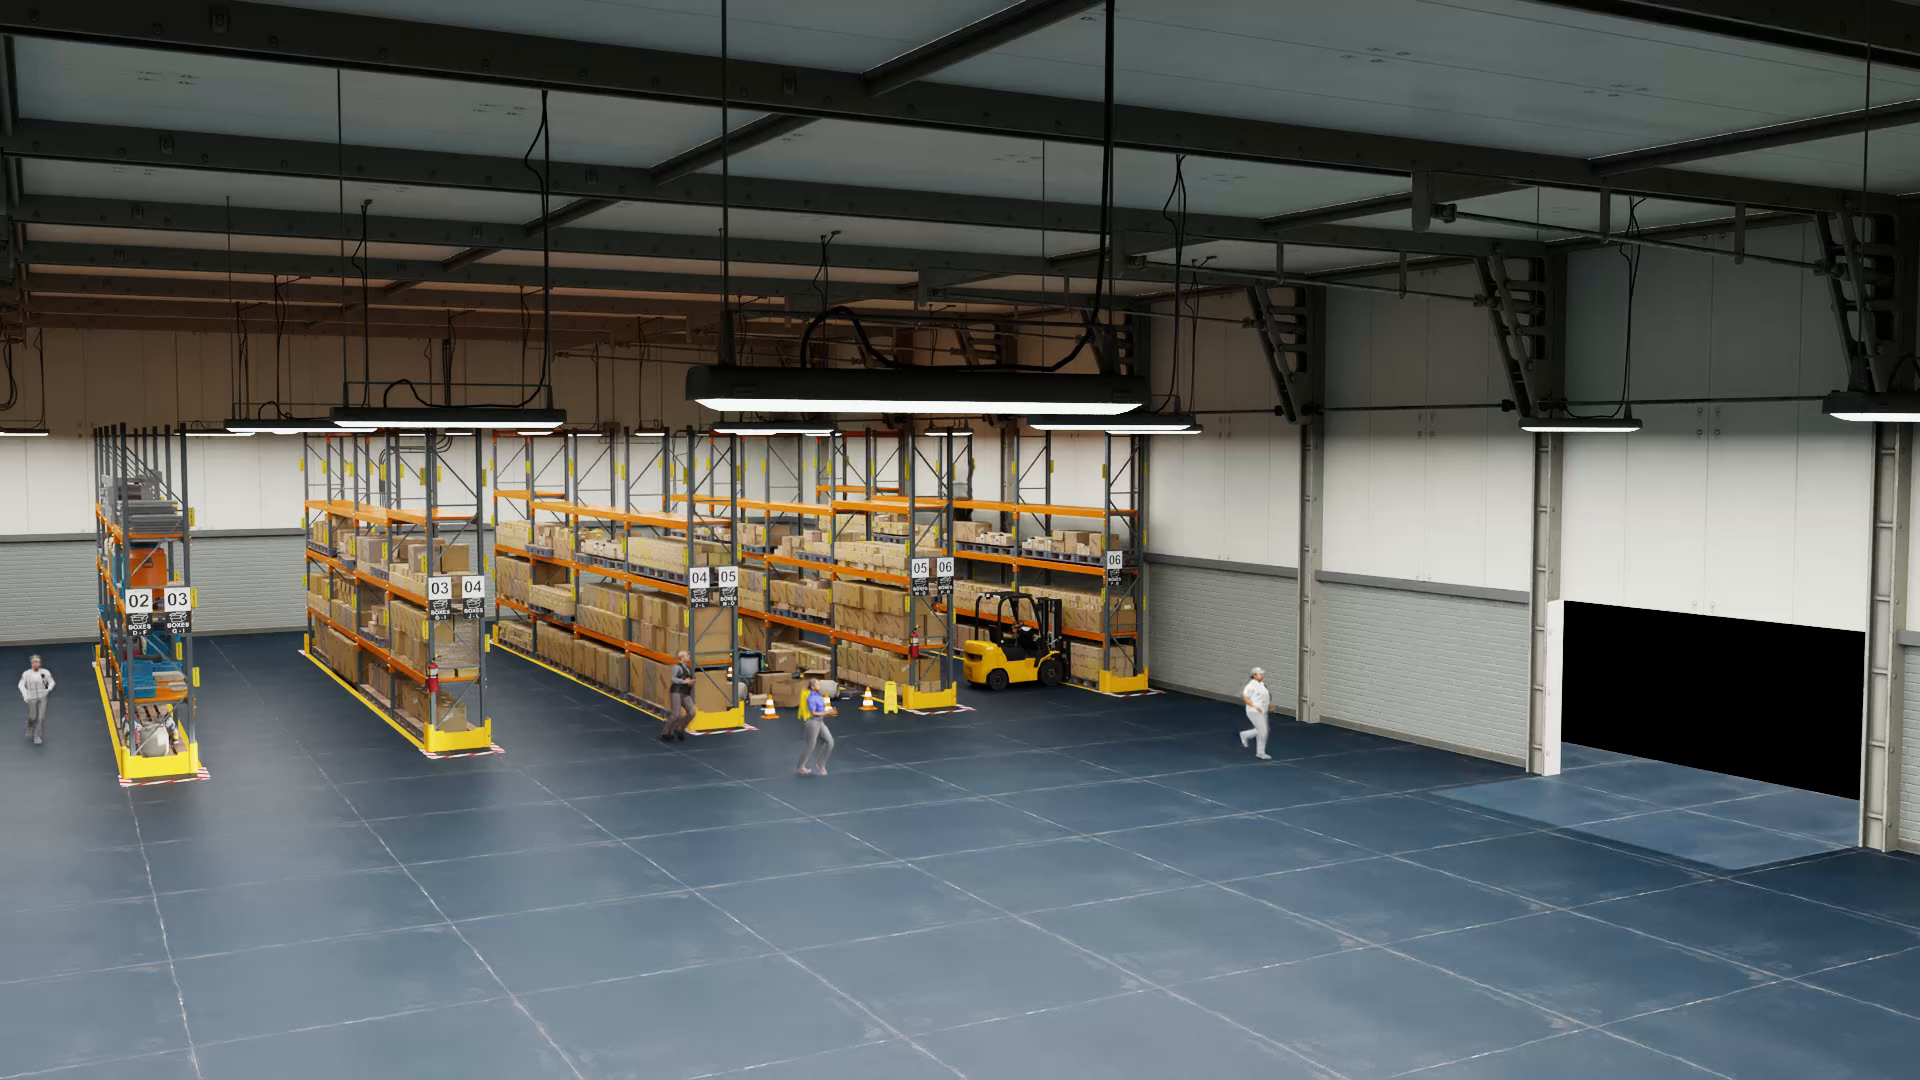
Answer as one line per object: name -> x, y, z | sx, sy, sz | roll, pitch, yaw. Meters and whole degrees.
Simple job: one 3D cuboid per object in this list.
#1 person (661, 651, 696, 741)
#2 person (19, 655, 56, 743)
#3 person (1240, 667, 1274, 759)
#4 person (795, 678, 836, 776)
person -> -5.278, 2.974, 31.693 | 0.665, 1.708, 0.664 | 2, 4, 28
person -> -17.411, 2.996, 31.400 | 0.605, 1.669, 0.569 | -2, 4, -31
person -> 5.313, 3.107, 29.983 | 0.670, 1.641, 0.608 | 2, 4, 35
person -> -2.448, 3.190, 28.270 | 0.718, 1.694, 0.541 | 1, 4, 16
